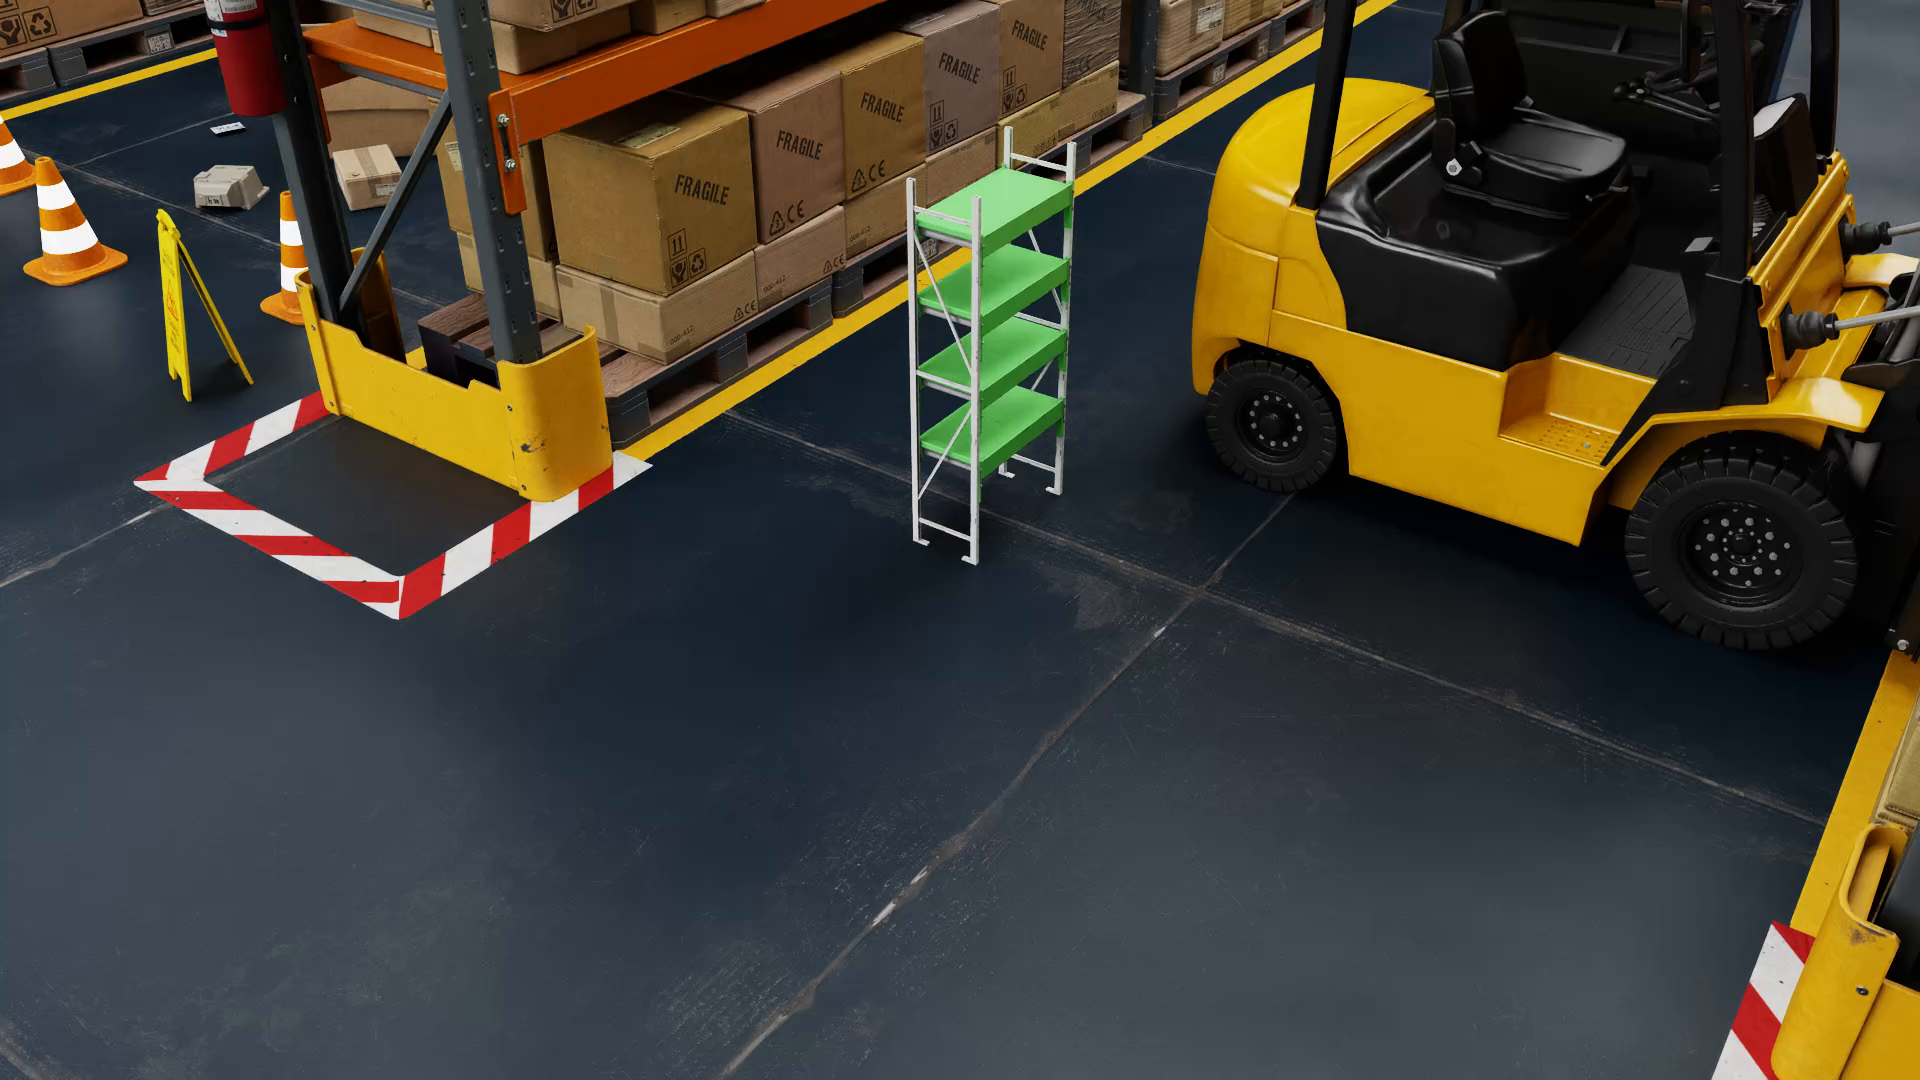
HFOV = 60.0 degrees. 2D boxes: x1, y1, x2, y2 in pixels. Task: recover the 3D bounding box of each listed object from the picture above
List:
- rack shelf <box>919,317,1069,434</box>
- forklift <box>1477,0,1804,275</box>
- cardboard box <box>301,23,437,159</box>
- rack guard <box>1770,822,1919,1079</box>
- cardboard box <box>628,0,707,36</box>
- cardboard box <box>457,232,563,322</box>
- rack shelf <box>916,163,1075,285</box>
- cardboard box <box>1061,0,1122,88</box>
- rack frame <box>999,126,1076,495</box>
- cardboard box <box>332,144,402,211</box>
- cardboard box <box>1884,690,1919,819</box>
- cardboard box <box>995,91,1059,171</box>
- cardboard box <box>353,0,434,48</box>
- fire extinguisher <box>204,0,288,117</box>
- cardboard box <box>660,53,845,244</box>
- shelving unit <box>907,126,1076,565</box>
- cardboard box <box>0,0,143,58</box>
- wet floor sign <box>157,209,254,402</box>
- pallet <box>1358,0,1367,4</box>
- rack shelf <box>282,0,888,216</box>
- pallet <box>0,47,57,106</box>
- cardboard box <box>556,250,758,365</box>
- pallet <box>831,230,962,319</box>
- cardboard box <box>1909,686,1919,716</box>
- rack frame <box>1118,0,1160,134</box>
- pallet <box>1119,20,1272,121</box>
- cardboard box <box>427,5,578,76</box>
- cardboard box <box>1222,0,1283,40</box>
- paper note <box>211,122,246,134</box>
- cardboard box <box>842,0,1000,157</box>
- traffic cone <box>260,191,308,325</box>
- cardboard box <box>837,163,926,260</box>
[{"bbox_3d":[0.094,-0.520,5.062,0.258,0.148,0.480,21,39,28],"label":"rack shelf"},{"bbox_3d":[2.356,-2.126,5.778,1.130,2.935,3.031,18,38,24],"label":"forklift"},{"bbox_3d":[-2.848,-2.164,8.001,0.797,0.503,0.637,-3,34,-4],"label":"cardboard box"},{"bbox_3d":[2.296,1.049,3.253,1.175,0.500,0.348,21,39,28],"label":"rack guard"},{"bbox_3d":[-1.056,-1.785,5.436,0.380,0.149,0.250,20,39,27],"label":"cardboard box"},{"bbox_3d":[-1.517,-1.086,6.257,0.500,0.250,0.500,21,39,28],"label":"cardboard box"},{"bbox_3d":[0.094,-0.918,4.793,0.258,0.148,0.480,21,39,28],"label":"rack shelf"},{"bbox_3d":[0.394,-2.410,7.546,0.500,0.500,0.500,21,39,28],"label":"cardboard box"},{"bbox_3d":[0.234,-0.686,5.193,0.240,1.200,0.015,21,39,28],"label":"rack frame"},{"bbox_3d":[-2.683,-1.649,7.555,0.250,0.149,0.380,-15,37,-21],"label":"cardboard box"},{"bbox_3d":[2.330,0.436,3.561,0.500,0.250,0.500,21,39,28],"label":"cardboard box"},{"bbox_3d":[0.099,-1.851,7.389,0.500,0.250,0.500,20,39,27],"label":"cardboard box"},{"bbox_3d":[-1.733,-1.718,5.337,0.380,0.149,0.250,23,40,30],"label":"cardboard box"},{"bbox_3d":[-2.214,-1.644,5.073,0.296,0.674,0.183,21,39,28],"label":"fire extinguisher"},{"bbox_3d":[-0.775,-1.463,6.146,0.500,0.500,0.500,20,39,27],"label":"cardboard box"},{"bbox_3d":[0.094,-0.573,5.027,0.258,1.200,0.503,21,39,28],"label":"shelving unit"},{"bbox_3d":[-5.062,-3.149,8.750,0.875,0.875,0.875,21,39,27],"label":"cardboard box"},{"bbox_3d":[-2.757,-0.861,5.947,0.232,0.644,0.267,-22,40,-29],"label":"wet floor sign"},{"bbox_3d":[2.345,-3.749,10.605,1.003,0.211,1.213,21,39,28],"label":"pallet"},{"bbox_3d":[-0.630,-2.204,6.474,1.077,0.370,4.000,21,39,28],"label":"rack shelf"},{"bbox_3d":[-5.503,-2.354,8.543,1.003,0.211,1.213,21,39,28],"label":"pallet"},{"bbox_3d":[-1.083,-0.899,5.982,0.500,0.250,0.500,21,39,28],"label":"cardboard box"},{"bbox_3d":[-0.538,-1.383,7.107,1.003,0.211,1.213,21,39,28],"label":"pallet"},{"bbox_3d":[2.609,0.424,4.025,0.500,0.250,0.500,21,39,28],"label":"cardboard box"},{"bbox_3d":[0.511,-3.422,7.633,1.000,3.000,0.127,21,39,28],"label":"rack frame"},{"bbox_3d":[0.953,-2.626,8.945,1.003,0.211,1.213,21,39,28],"label":"pallet"},{"bbox_3d":[-1.406,-1.568,5.115,0.380,0.149,0.250,21,40,28],"label":"cardboard box"},{"bbox_3d":[1.215,-3.082,9.101,0.950,0.372,0.625,24,41,31],"label":"cardboard box"},{"bbox_3d":[-3.629,-2.046,8.249,0.142,0.017,0.144,-22,40,-29],"label":"paper note"},{"bbox_3d":[-0.185,-1.940,6.852,0.500,0.500,0.500,24,41,31],"label":"cardboard box"},{"bbox_3d":[-2.585,-1.141,6.524,0.336,0.463,0.334,21,39,28],"label":"traffic cone"},{"bbox_3d":[-0.485,-1.387,6.703,0.500,0.250,0.500,24,41,31],"label":"cardboard box"}]
